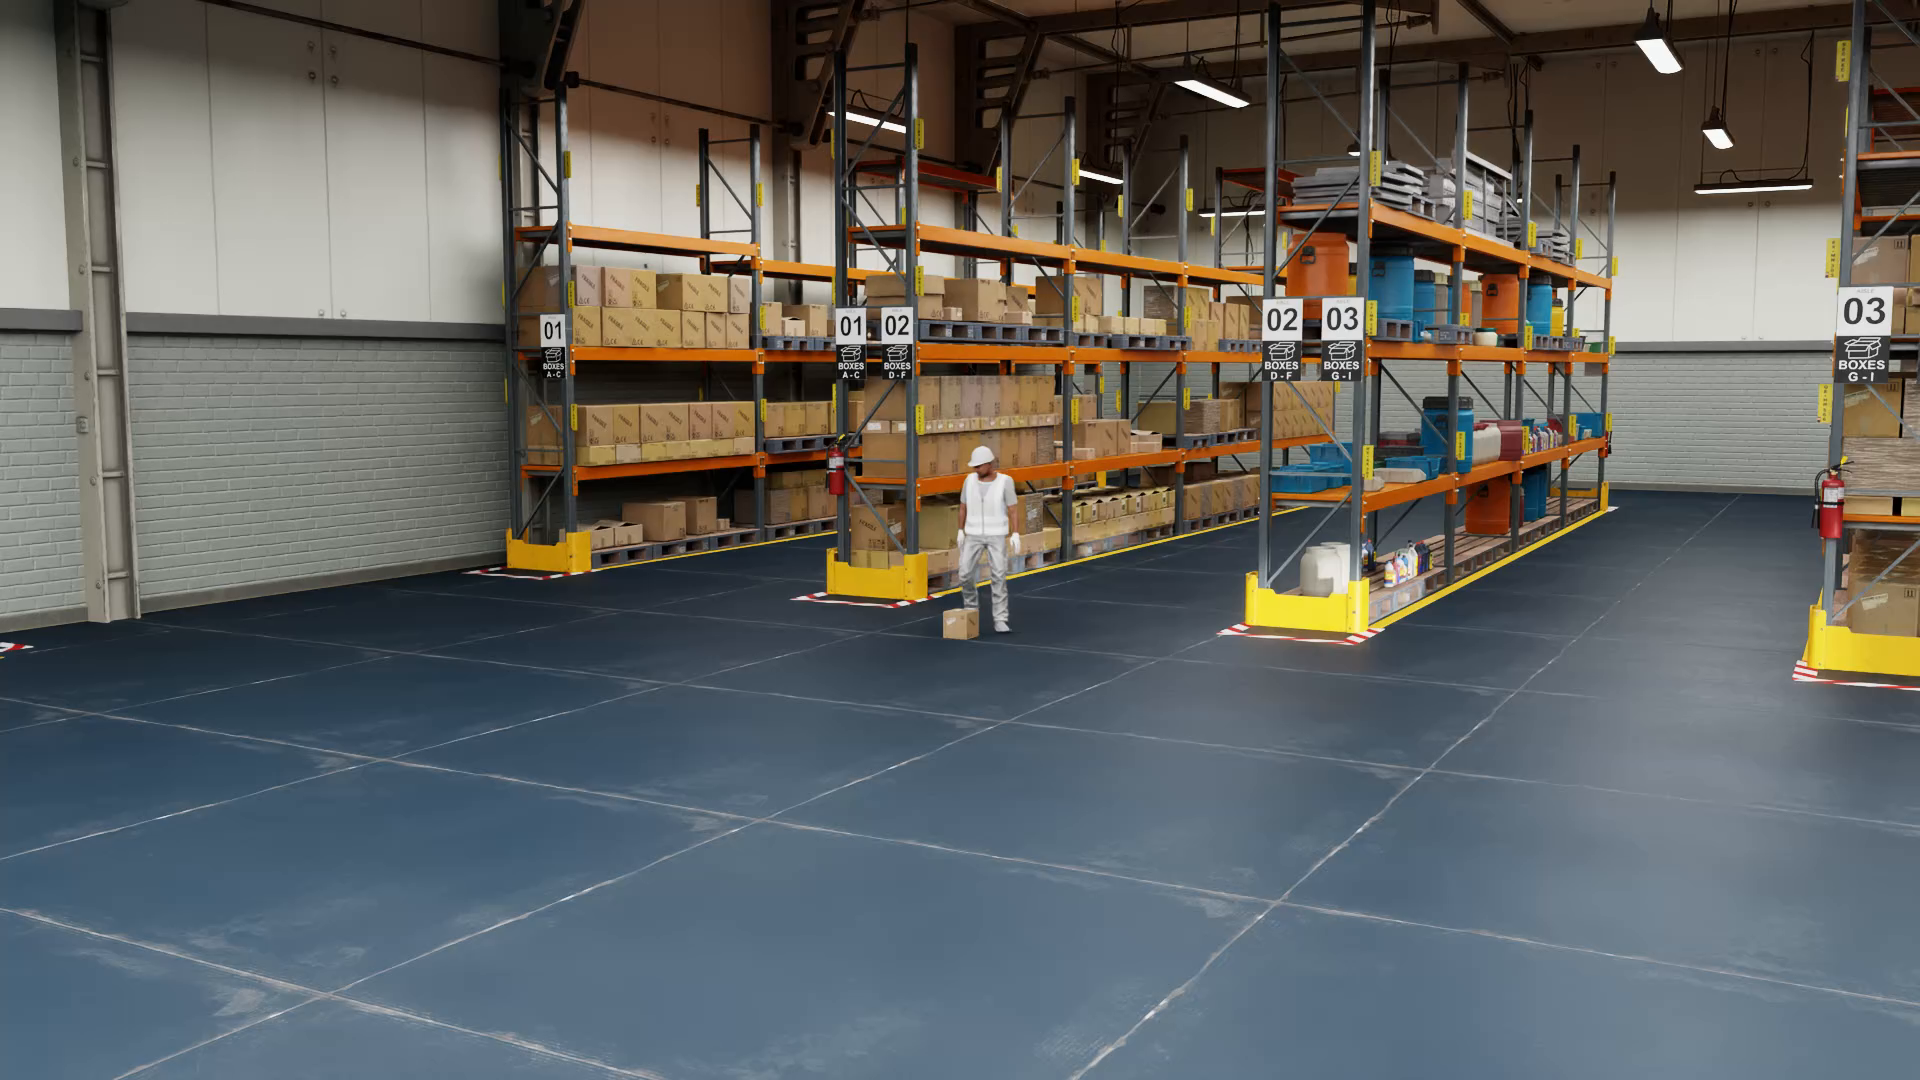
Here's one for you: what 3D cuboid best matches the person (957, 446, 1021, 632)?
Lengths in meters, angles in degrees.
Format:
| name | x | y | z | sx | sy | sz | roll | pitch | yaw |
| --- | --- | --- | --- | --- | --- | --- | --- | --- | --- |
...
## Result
| name | x | y | z | sx | sy | sz | roll | pitch | yaw |
| --- | --- | --- | --- | --- | --- | --- | --- | --- | --- |
| person | 0.276 | -0.020 | 16.067 | 0.656 | 1.779 | 0.450 | 1 | 6 | 12 |
